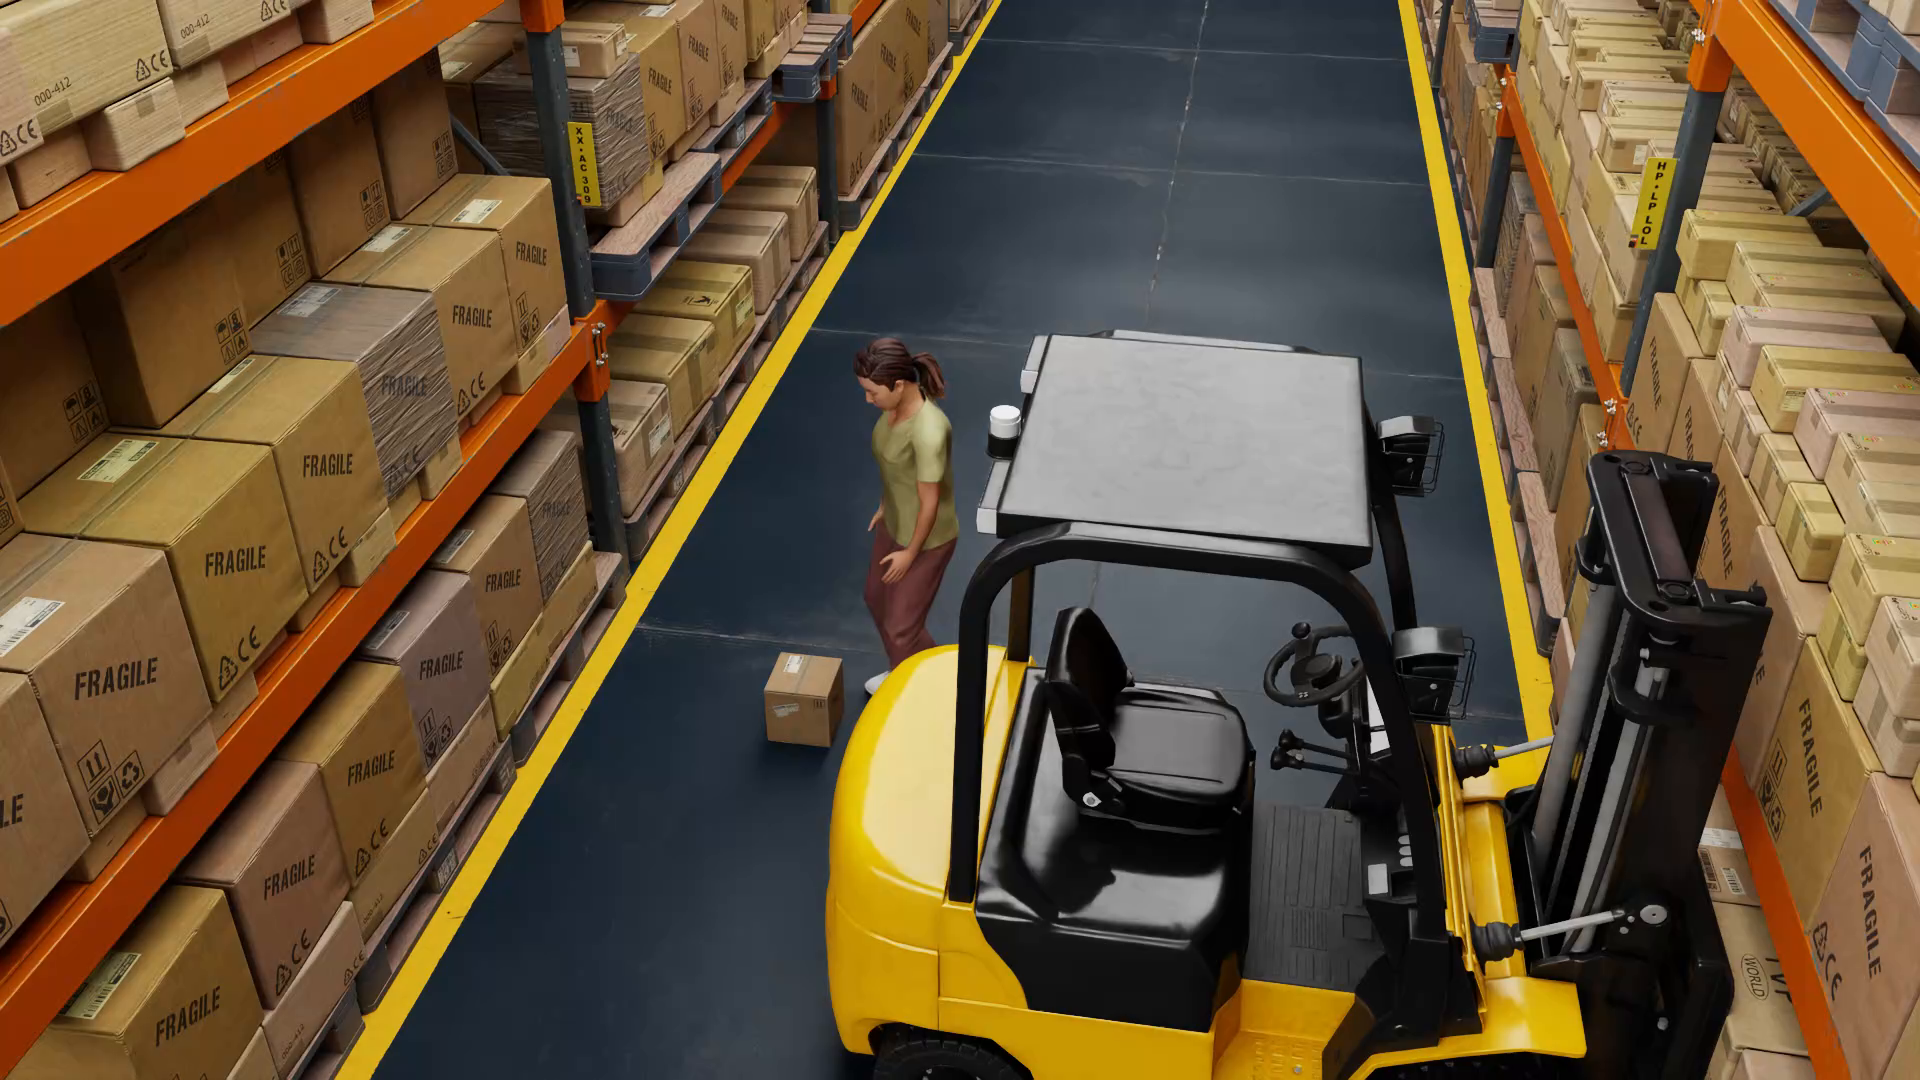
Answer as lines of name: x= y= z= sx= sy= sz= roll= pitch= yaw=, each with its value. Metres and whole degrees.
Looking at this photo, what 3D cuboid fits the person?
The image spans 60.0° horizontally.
person: x=-0.193 y=-0.019 z=6.214 sx=0.370 sy=1.637 sz=0.467 roll=-10 pitch=34 yaw=-15
